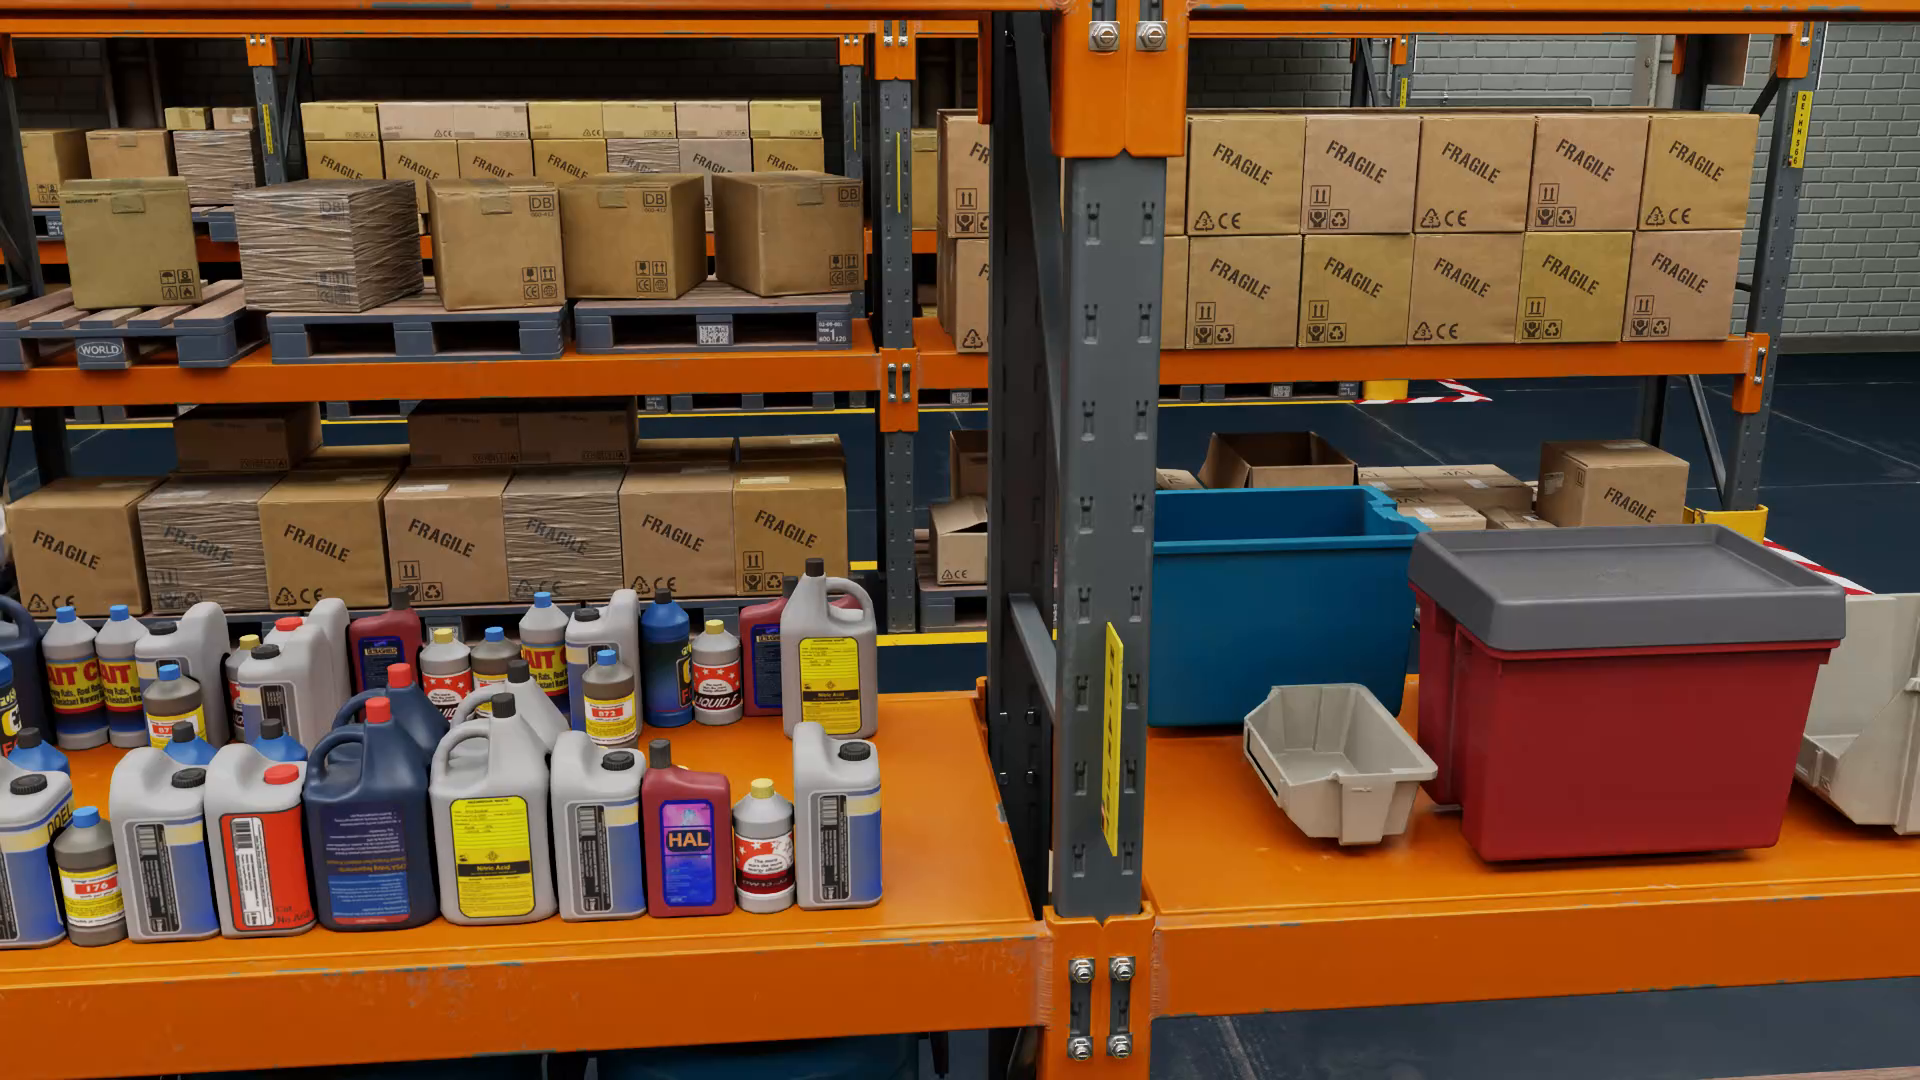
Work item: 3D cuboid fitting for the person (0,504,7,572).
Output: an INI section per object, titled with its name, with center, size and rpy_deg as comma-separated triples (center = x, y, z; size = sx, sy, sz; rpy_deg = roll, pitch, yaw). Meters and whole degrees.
[person]
center = -3.602, 0.111, 5.826
size = 0.477, 1.474, 0.450
rpy_deg = 1, 17, 4
